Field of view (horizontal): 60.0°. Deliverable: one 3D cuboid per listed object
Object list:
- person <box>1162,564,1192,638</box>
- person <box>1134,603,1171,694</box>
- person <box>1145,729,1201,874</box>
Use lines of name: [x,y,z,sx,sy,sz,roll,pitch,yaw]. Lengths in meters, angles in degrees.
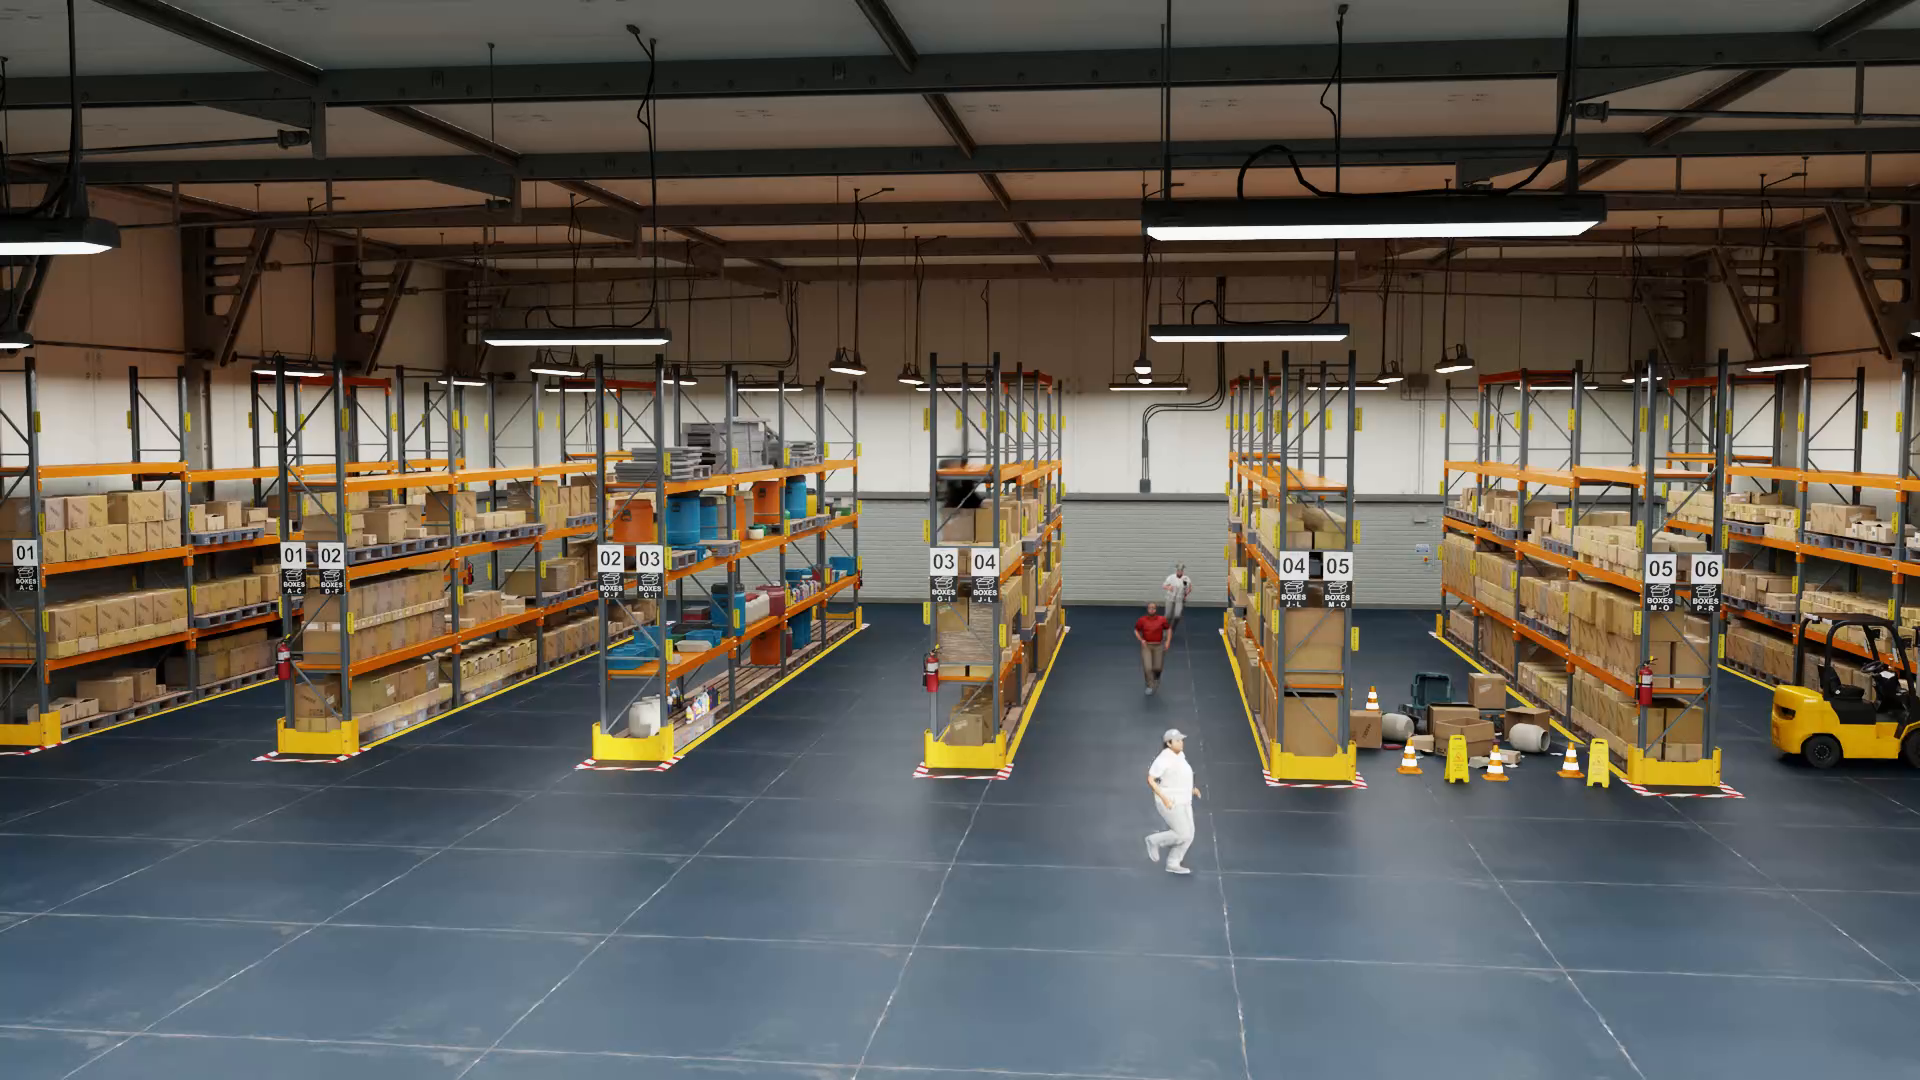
person: [5.039,1.425,38.702,0.676,1.759,0.695,1,4,13]
person: [3.560,1.995,30.716,0.698,1.686,0.620,0,4,3]
person: [2.376,2.898,18.449,0.542,1.612,0.621,3,5,37]
